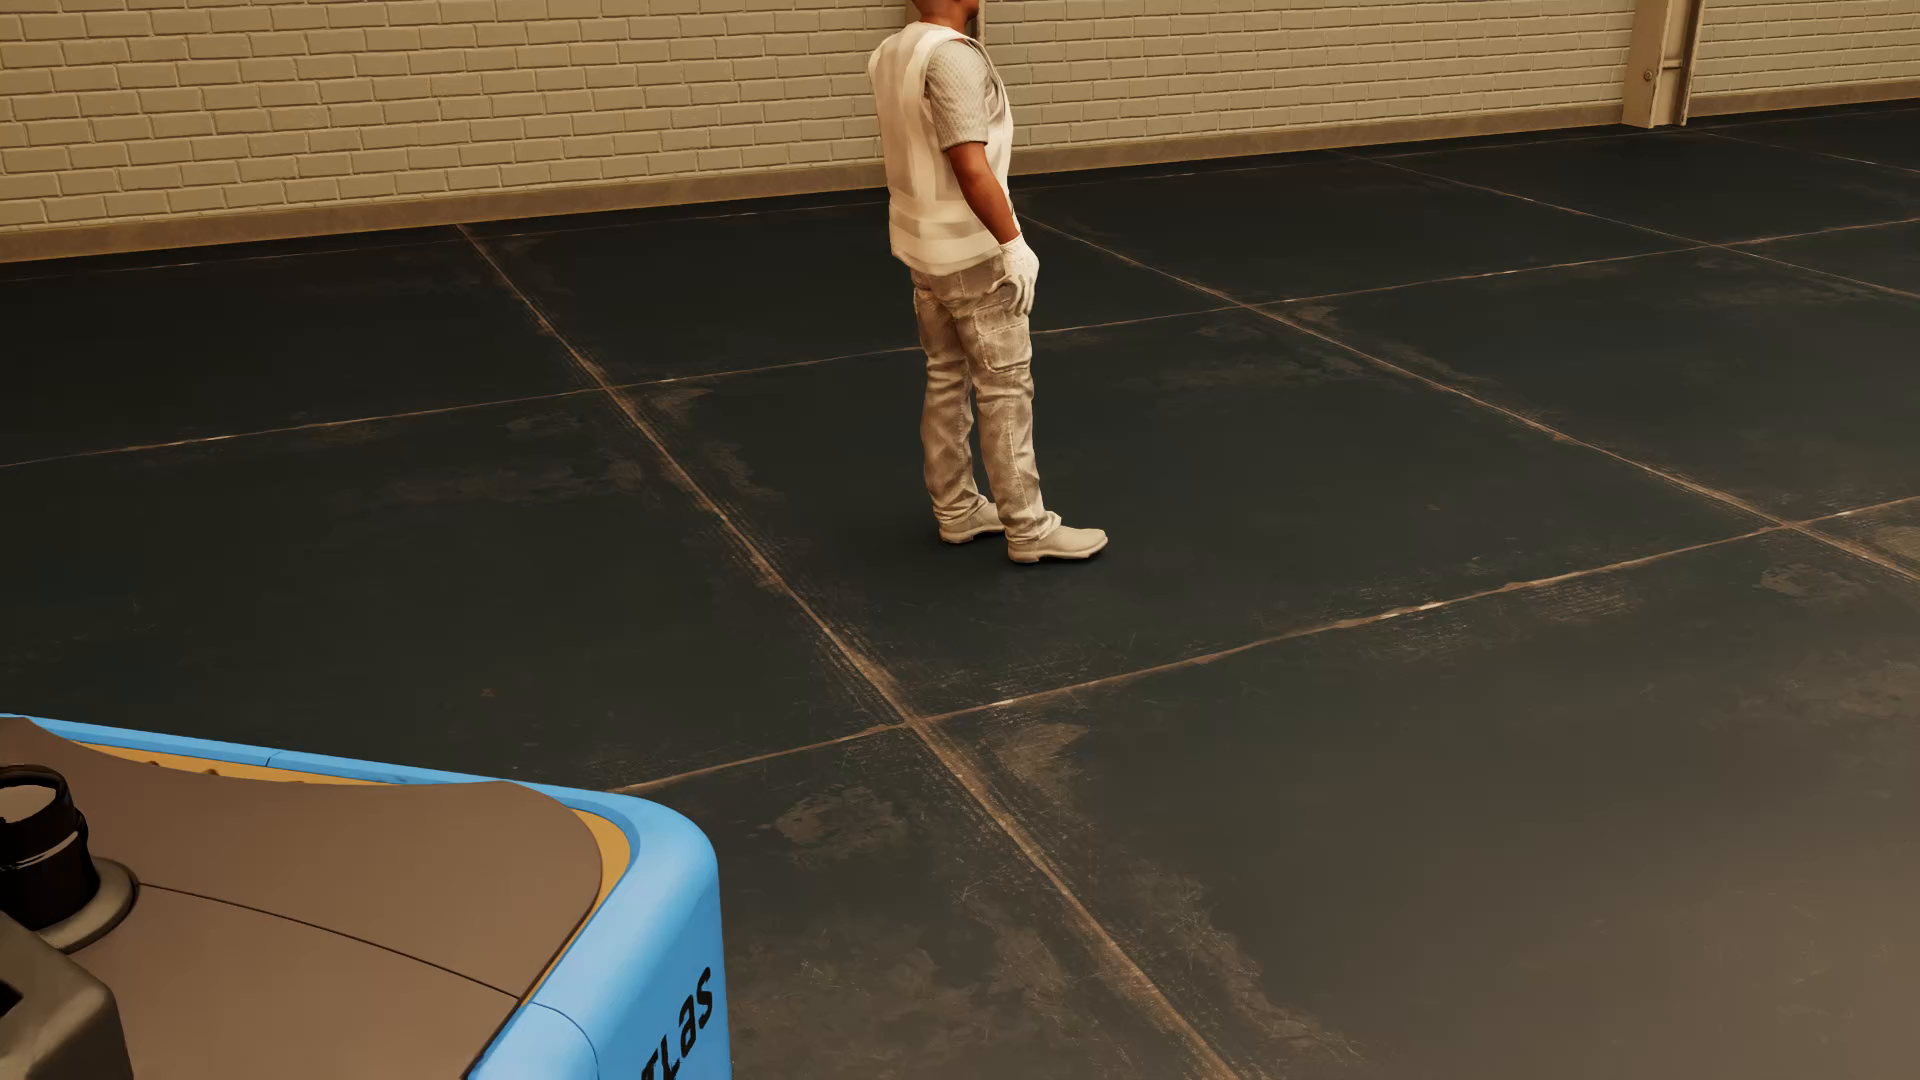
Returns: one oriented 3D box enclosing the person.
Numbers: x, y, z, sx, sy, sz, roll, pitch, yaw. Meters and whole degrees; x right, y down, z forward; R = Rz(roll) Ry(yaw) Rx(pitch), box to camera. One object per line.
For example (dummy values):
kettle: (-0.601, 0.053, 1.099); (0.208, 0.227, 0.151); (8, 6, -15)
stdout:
person: (0.069, -0.839, 4.783); (0.575, 1.785, 0.657); (-10, 25, -23)
